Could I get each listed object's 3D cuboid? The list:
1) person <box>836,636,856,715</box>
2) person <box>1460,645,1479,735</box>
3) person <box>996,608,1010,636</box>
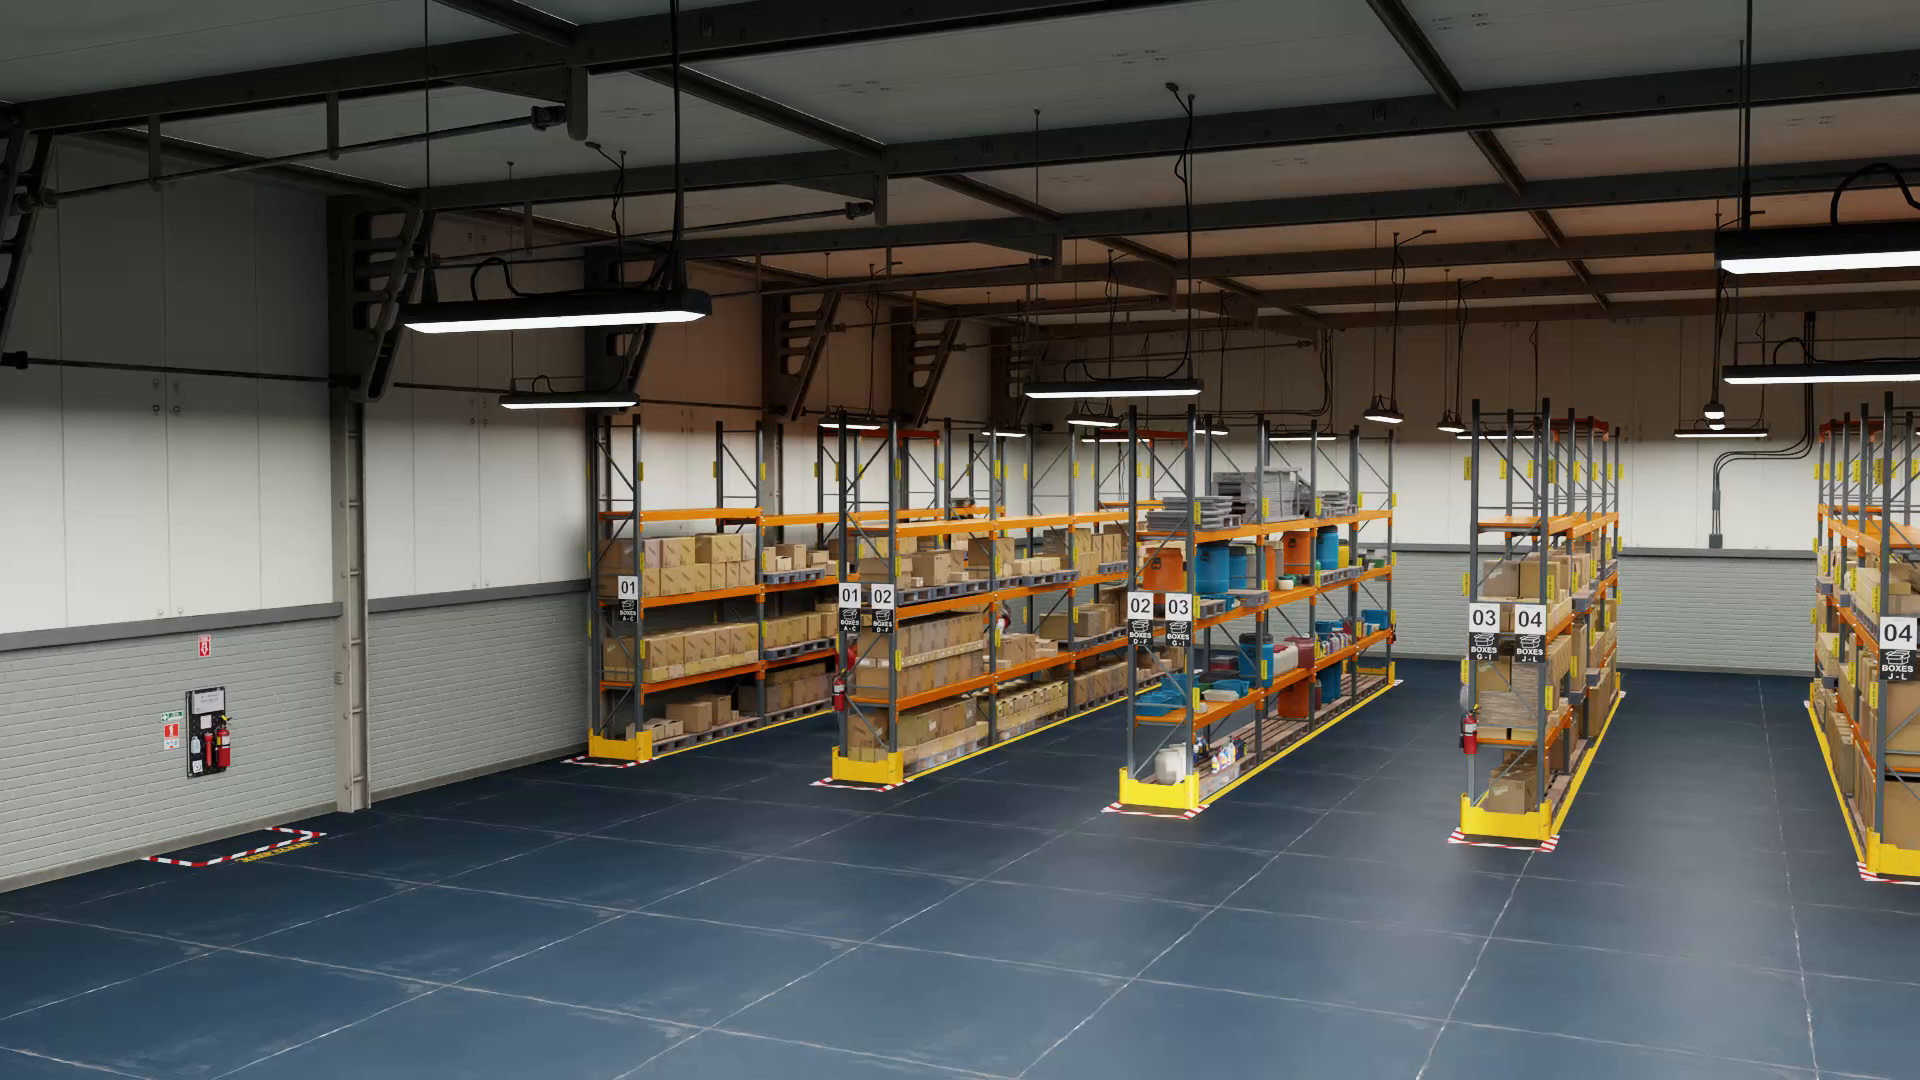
[{"bbox_3d":[-2.189,2.785,33.012,0.448,1.756,0.536,-1,3,-28],"label":"person"},{"bbox_3d":[9.727,2.801,31.646,0.418,1.788,0.640,0,2,3],"label":"person"},{"bbox_3d":[0.993,2.508,40.571,0.446,1.715,0.535,0,2,-3],"label":"person"}]
